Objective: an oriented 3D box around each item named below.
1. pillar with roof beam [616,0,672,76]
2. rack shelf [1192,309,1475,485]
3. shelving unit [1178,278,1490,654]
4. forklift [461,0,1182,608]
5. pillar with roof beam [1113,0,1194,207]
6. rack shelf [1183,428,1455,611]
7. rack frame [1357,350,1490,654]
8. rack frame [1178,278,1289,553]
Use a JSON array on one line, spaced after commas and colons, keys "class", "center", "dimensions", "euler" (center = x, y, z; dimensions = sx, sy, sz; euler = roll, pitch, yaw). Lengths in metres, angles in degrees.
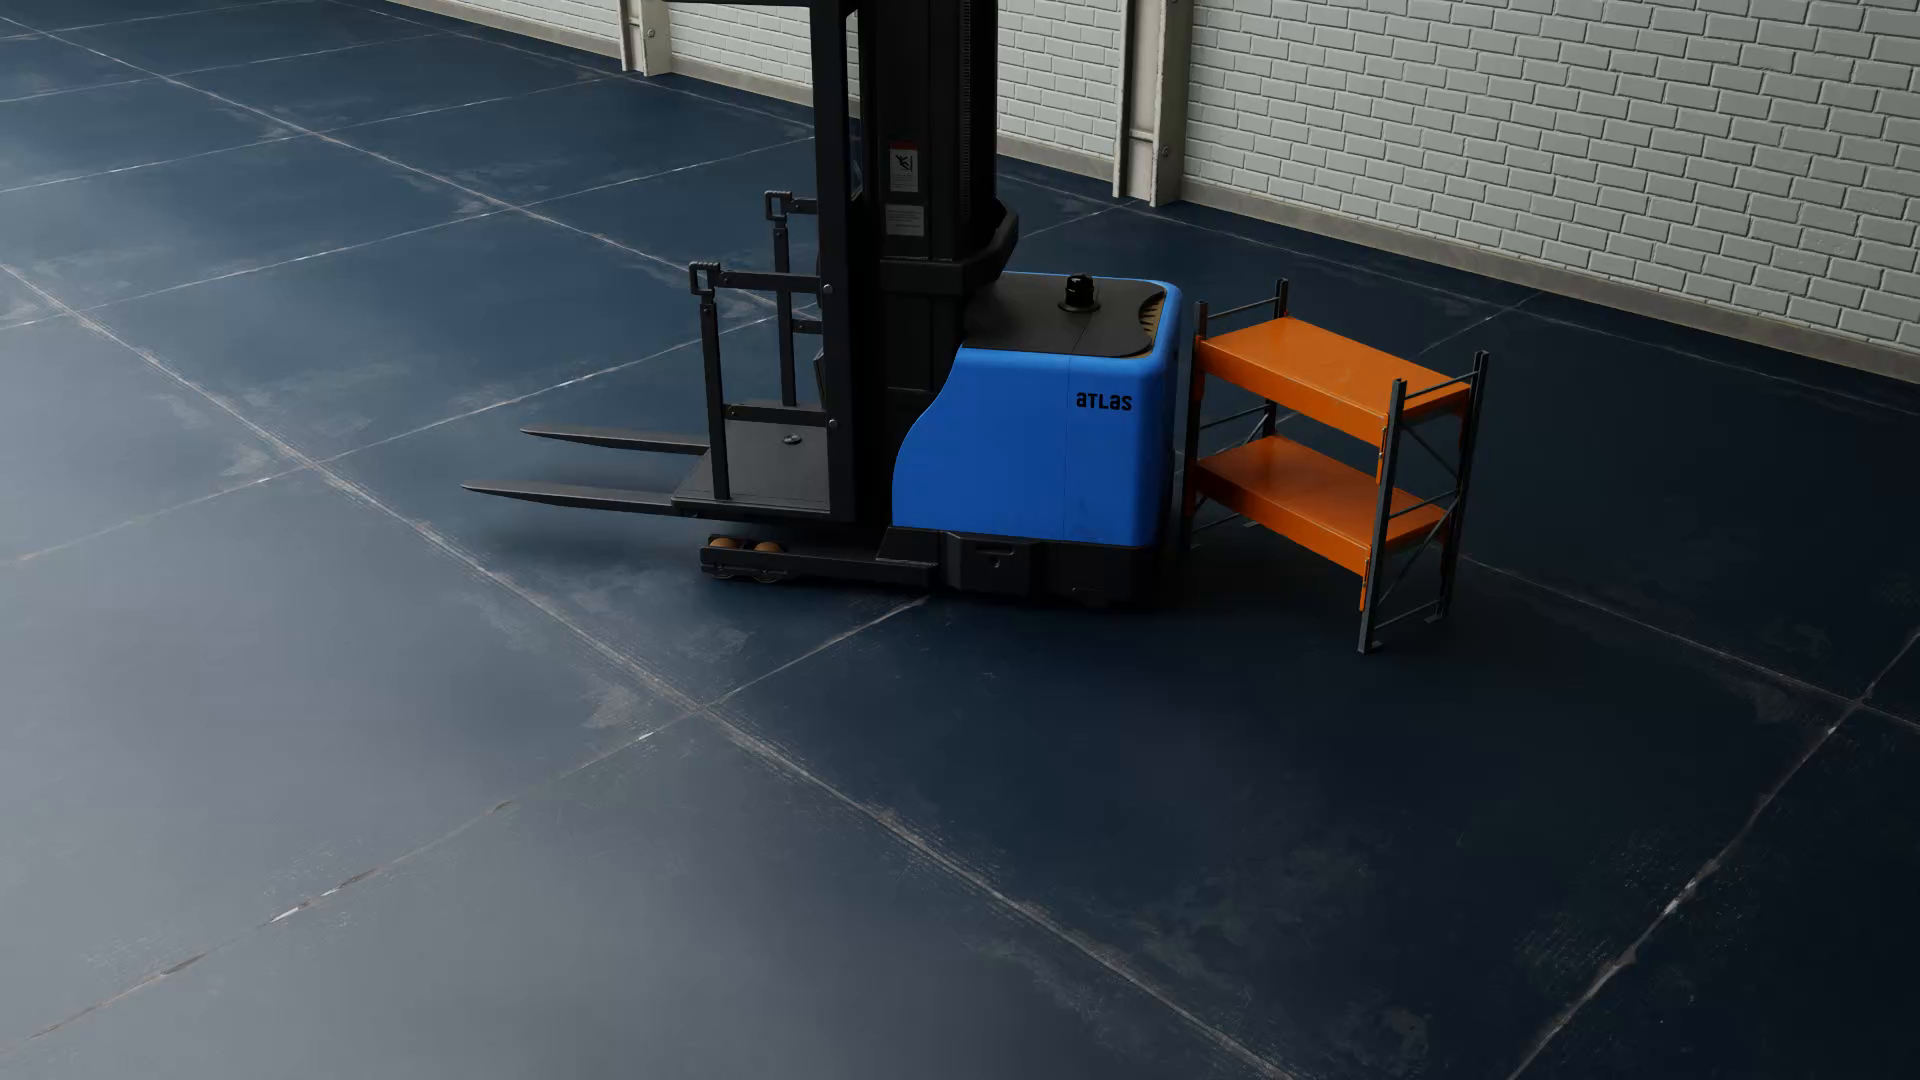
[{"class": "pillar with roof beam", "center": [-5.955, -6.972, 10.840], "dimensions": [0.400, 9.000, 9.100], "euler": [25, 36, 38]}, {"class": "rack shelf", "center": [1.450, -0.583, 6.521], "dimensions": [0.538, 0.278, 1.000], "euler": [-19, 33, -31]}, {"class": "shelving unit", "center": [1.450, -0.324, 6.657], "dimensions": [0.538, 1.125, 1.048], "euler": [-19, 33, -31]}, {"class": "forklift", "center": [-0.619, -1.353, 6.674], "dimensions": [3.031, 2.935, 1.130], "euler": [5, 28, 10]}, {"class": "pillar with roof beam", "center": [-1.676, -5.014, 7.117], "dimensions": [0.400, 9.000, 9.100], "euler": [25, 36, 38]}, {"class": "rack shelf", "center": [1.450, -0.107, 6.771], "dimensions": [0.538, 0.278, 1.000], "euler": [-19, 33, -31]}, {"class": "rack frame", "center": [1.749, -0.133, 6.294], "dimensions": [0.500, 1.125, 0.032], "euler": [-19, 33, -31]}, {"class": "rack frame", "center": [1.150, -0.515, 7.020], "dimensions": [0.500, 1.125, 0.032], "euler": [-19, 33, -31]}]
